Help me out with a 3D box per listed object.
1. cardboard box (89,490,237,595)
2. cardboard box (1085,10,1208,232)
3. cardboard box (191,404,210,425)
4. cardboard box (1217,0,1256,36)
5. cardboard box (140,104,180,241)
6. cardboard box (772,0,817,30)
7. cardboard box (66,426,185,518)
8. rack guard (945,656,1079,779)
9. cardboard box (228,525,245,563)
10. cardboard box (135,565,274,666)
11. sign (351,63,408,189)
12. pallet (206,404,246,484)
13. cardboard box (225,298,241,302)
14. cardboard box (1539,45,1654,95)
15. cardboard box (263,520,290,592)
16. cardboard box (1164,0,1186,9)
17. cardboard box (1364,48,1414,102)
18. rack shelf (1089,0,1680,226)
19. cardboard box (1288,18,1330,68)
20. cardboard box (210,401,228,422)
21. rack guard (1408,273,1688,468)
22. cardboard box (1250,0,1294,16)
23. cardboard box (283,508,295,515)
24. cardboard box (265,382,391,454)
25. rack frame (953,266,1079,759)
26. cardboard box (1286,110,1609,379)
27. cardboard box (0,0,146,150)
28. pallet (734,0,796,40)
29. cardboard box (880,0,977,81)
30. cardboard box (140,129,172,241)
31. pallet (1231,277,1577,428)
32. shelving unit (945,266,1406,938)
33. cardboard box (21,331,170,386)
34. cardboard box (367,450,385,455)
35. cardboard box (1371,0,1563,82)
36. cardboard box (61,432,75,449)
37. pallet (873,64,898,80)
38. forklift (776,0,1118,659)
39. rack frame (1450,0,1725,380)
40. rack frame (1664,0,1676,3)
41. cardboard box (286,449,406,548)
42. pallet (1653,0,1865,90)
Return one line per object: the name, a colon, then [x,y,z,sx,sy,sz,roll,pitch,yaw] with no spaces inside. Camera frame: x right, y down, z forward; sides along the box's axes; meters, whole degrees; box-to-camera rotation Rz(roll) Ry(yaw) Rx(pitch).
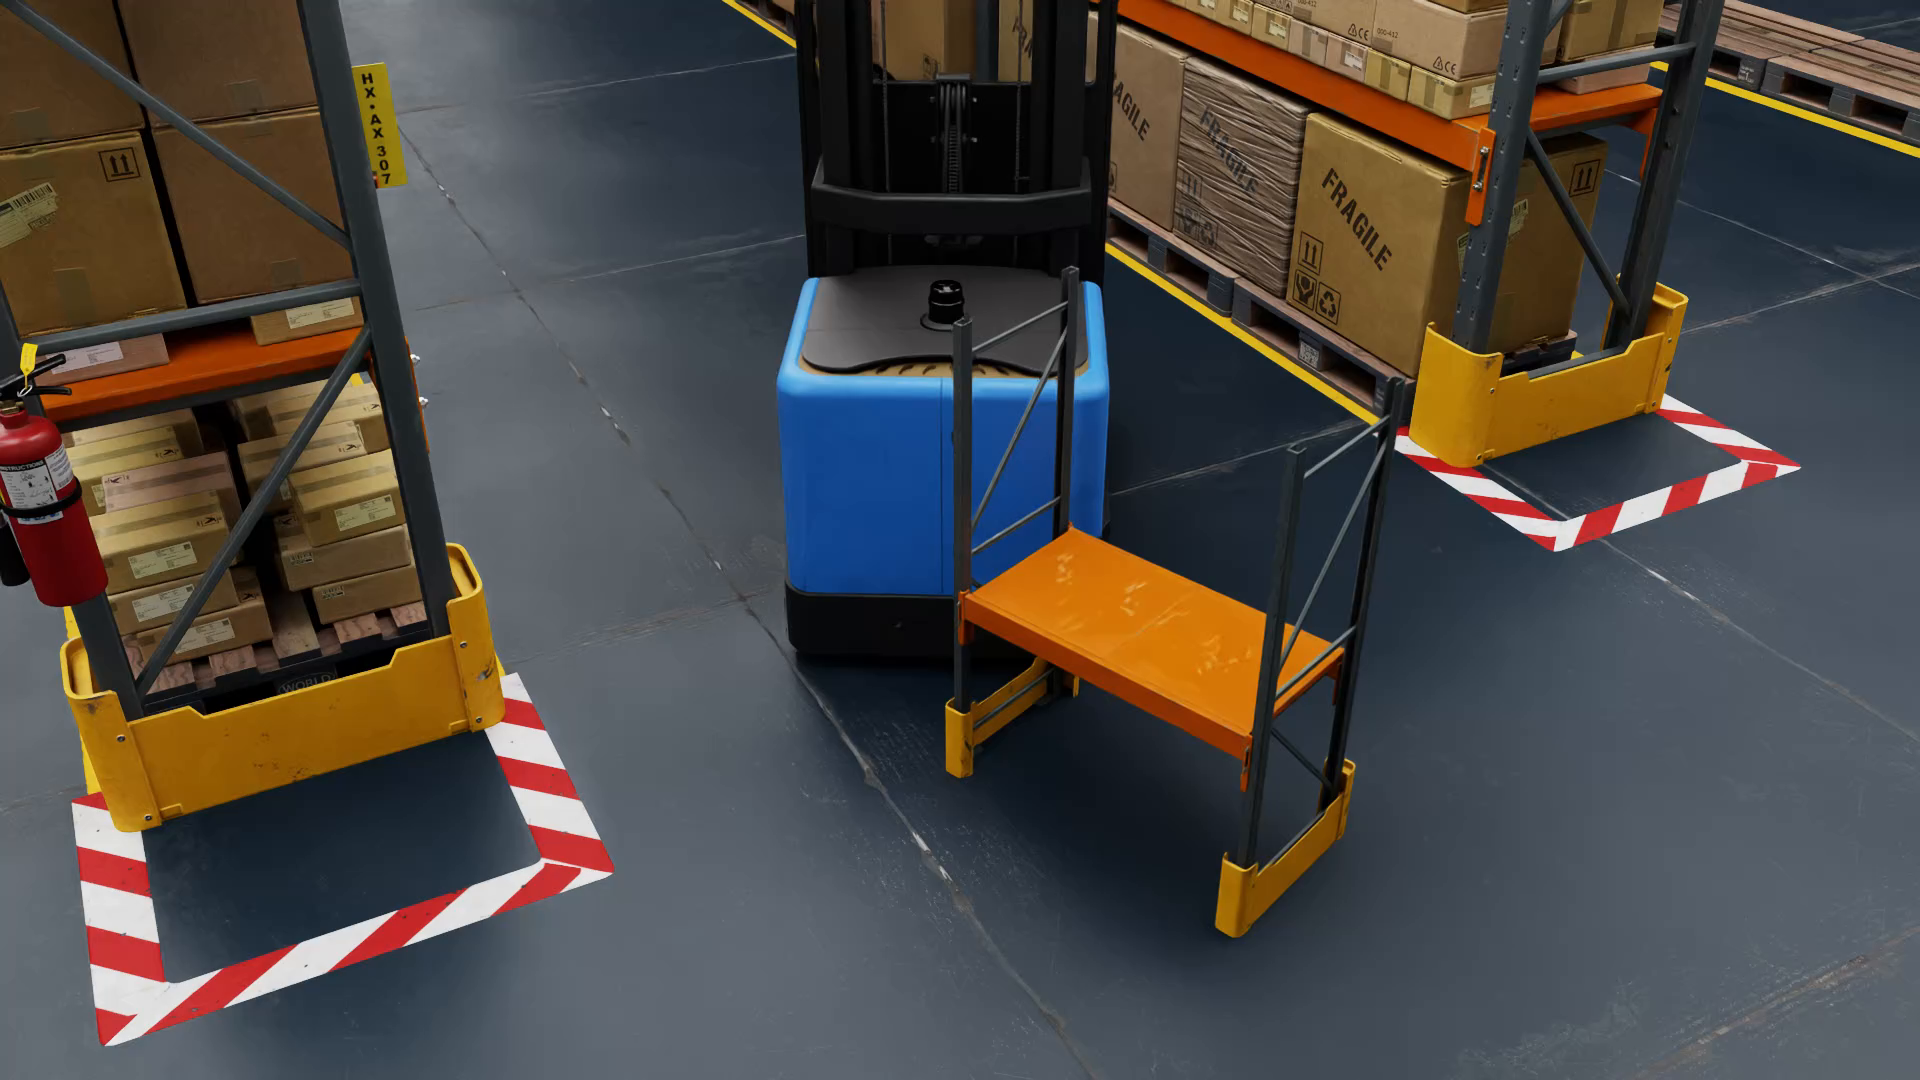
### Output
cardboard box: [-2.477,0.004,5.165,0.380,0.149,0.250,-15,36,-23]
cardboard box: [1.221,-2.206,8.493,0.875,0.875,0.875,-16,36,-23]
cardboard box: [-3.154,-0.496,6.497,0.380,0.149,0.250,-15,36,-22]
cardboard box: [1.373,-2.371,7.404,0.380,0.149,0.250,-16,36,-23]
cardboard box: [-2.243,-1.280,5.099,0.500,0.500,0.500,-16,36,-23]
cardboard box: [-0.588,-4.117,11.477,1.225,0.875,0.875,-16,36,-23]
cardboard box: [-2.776,-0.222,5.518,0.380,0.149,0.250,-17,36,-24]
rack guard: [0.173,0.500,5.238,0.087,0.250,0.587,25,41,34]
cardboard box: [-2.578,0.000,5.447,0.380,0.149,0.250,-17,36,-24]
cardboard box: [-2.435,0.245,5.341,0.380,0.149,0.250,-15,36,-22]
sign: [-1.526,-1.081,4.354,0.100,0.325,0.005,-16,36,-23]
pallet: [-2.953,-0.420,6.710,1.003,0.211,1.213,-16,36,-23]
cardboard box: [-2.022,-0.822,4.986,0.380,0.149,0.250,-15,35,-21]
cardboard box: [2.556,-1.926,6.709,0.380,0.149,0.250,-15,36,-23]
cardboard box: [-2.161,0.009,5.709,0.380,0.149,0.250,-16,36,-23]
cardboard box: [1.136,-2.614,7.783,0.380,0.149,0.250,-17,36,-24]
cardboard box: [1.849,-1.884,6.643,0.380,0.149,0.250,-15,36,-23]
rack shelf: [1.497,-2.431,7.931,1.077,0.370,4.000,-16,36,-23]
cardboard box: [1.617,-2.124,7.018,0.380,0.149,0.250,-15,36,-22]
cardboard box: [-2.687,-0.607,6.395,0.380,0.149,0.250,-14,35,-21]
rack guard: [2.441,-0.715,6.903,1.175,0.500,0.348,-16,36,-23]
cardboard box: [1.495,-2.491,7.221,0.500,0.250,0.500,-17,36,-25]
cardboard box: [-2.100,-0.141,5.668,0.380,0.149,0.250,-16,36,-23]
cardboard box: [-2.188,-0.396,5.790,0.380,0.149,0.250,-16,36,-23]
rack frame: [0.158,-0.033,4.911,0.032,1.500,0.500,25,41,34]
cardboard box: [2.060,-1.347,7.152,0.875,0.875,0.875,-16,36,-23]
cardboard box: [-2.439,-1.324,4.241,0.500,0.500,0.500,-17,36,-24]
pallet: [-1.000,-4.028,12.341,1.003,0.211,1.213,-16,36,-23]
cardboard box: [0.248,-3.271,10.155,1.225,0.875,0.875,-16,36,-23]
cardboard box: [-2.678,-1.144,4.887,0.500,0.500,0.500,-16,36,-24]
pallet: [1.987,-0.967,7.564,1.003,0.211,1.213,-16,36,-23]
shelving unit: [0.546,0.152,4.623,1.083,1.500,0.587,25,41,34]
cardboard box: [-2.408,-0.559,4.574,0.380,0.149,0.250,-16,36,-23]
cardboard box: [-2.316,-0.386,6.049,0.380,0.149,0.250,-15,35,-22]
cardboard box: [1.969,-2.006,6.464,0.500,0.250,0.500,-16,36,-24]
cardboard box: [-3.015,-0.476,5.914,0.380,0.149,0.250,-15,35,-21]
pallet: [0.138,-2.863,10.524,1.003,0.211,1.213,-16,36,-23]
forklift: [-0.006,-1.601,6.033,1.130,2.935,3.031,1,33,2]
rack frame: [2.429,-1.779,6.247,1.000,3.000,0.127,-16,36,-23]
rack frame: [4.946,-4.934,11.171,1.000,3.000,0.127,-16,36,-23]
cardboard box: [-1.949,-0.142,5.394,0.380,0.149,0.250,-18,37,-25]
pallet: [5.323,-3.419,11.391,1.003,0.211,1.213,-16,36,-23]
